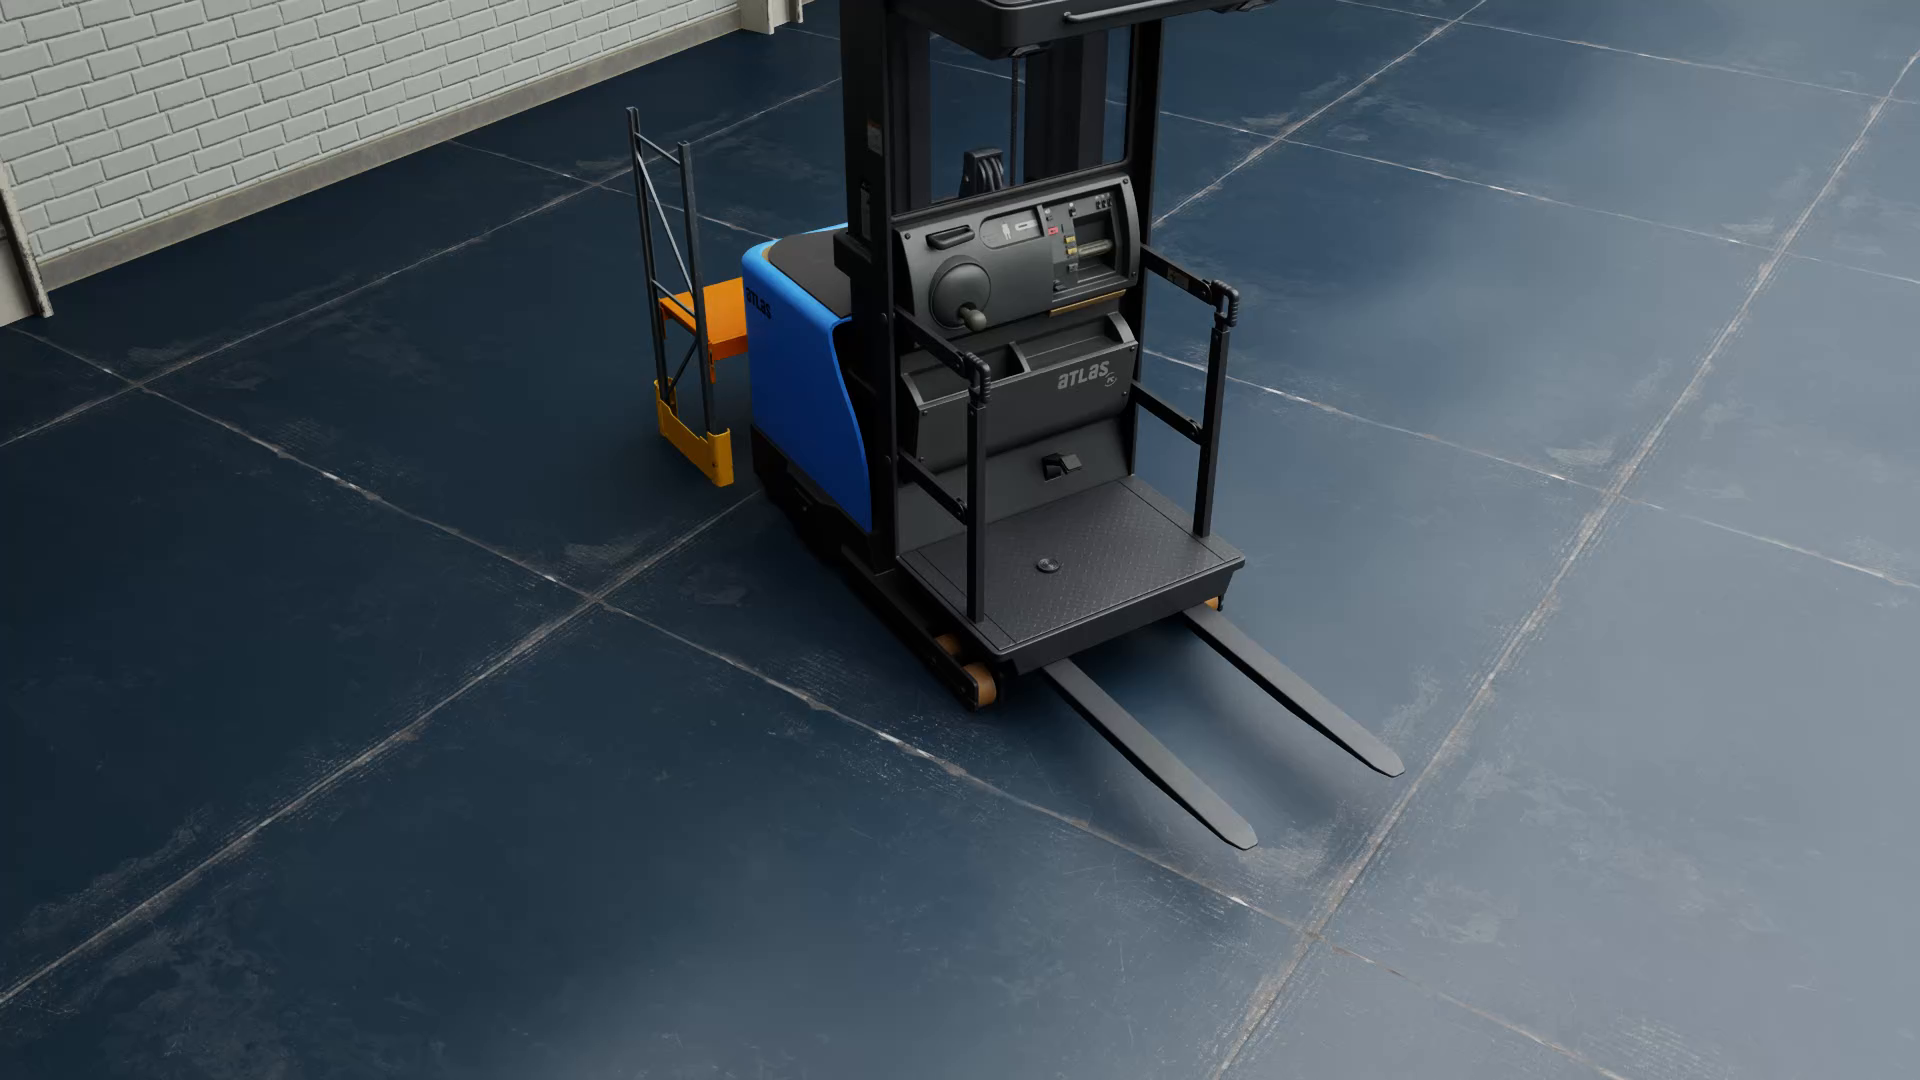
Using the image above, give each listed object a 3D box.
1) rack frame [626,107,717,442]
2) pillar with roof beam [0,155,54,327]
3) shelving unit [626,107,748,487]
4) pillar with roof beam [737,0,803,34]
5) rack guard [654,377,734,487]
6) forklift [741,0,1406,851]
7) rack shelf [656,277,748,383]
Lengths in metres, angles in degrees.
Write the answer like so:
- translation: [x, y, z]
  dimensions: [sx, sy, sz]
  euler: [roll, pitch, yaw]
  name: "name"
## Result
- translation: [-1.174, -0.985, 6.868]
  dimensions: [0.032, 1.500, 0.500]
  euler: [-21, 39, -28]
  name: "rack frame"
- translation: [-1.302, -3.459, 3.831]
  dimensions: [9.100, 9.000, 0.400]
  euler: [21, 39, 28]
  name: "pillar with roof beam"
- translation: [-0.747, -1.149, 7.109]
  dimensions: [1.083, 1.500, 0.587]
  euler: [-21, 39, -28]
  name: "shelving unit"
- translation: [2.119, -6.220, 7.914]
  dimensions: [9.100, 9.000, 0.400]
  euler: [21, 39, 28]
  name: "pillar with roof beam"
- translation: [-1.158, -0.473, 7.226]
  dimensions: [0.087, 0.250, 0.587]
  euler: [-21, 39, -28]
  name: "rack guard"
- translation: [0.330, -0.919, 5.492]
  dimensions: [1.130, 2.935, 3.031]
  euler: [-19, 39, -26]
  name: "forklift"
- translation: [-0.754, -0.997, 7.206]
  dimensions: [1.000, 0.185, 0.538]
  euler: [-21, 39, -28]
  name: "rack shelf"
